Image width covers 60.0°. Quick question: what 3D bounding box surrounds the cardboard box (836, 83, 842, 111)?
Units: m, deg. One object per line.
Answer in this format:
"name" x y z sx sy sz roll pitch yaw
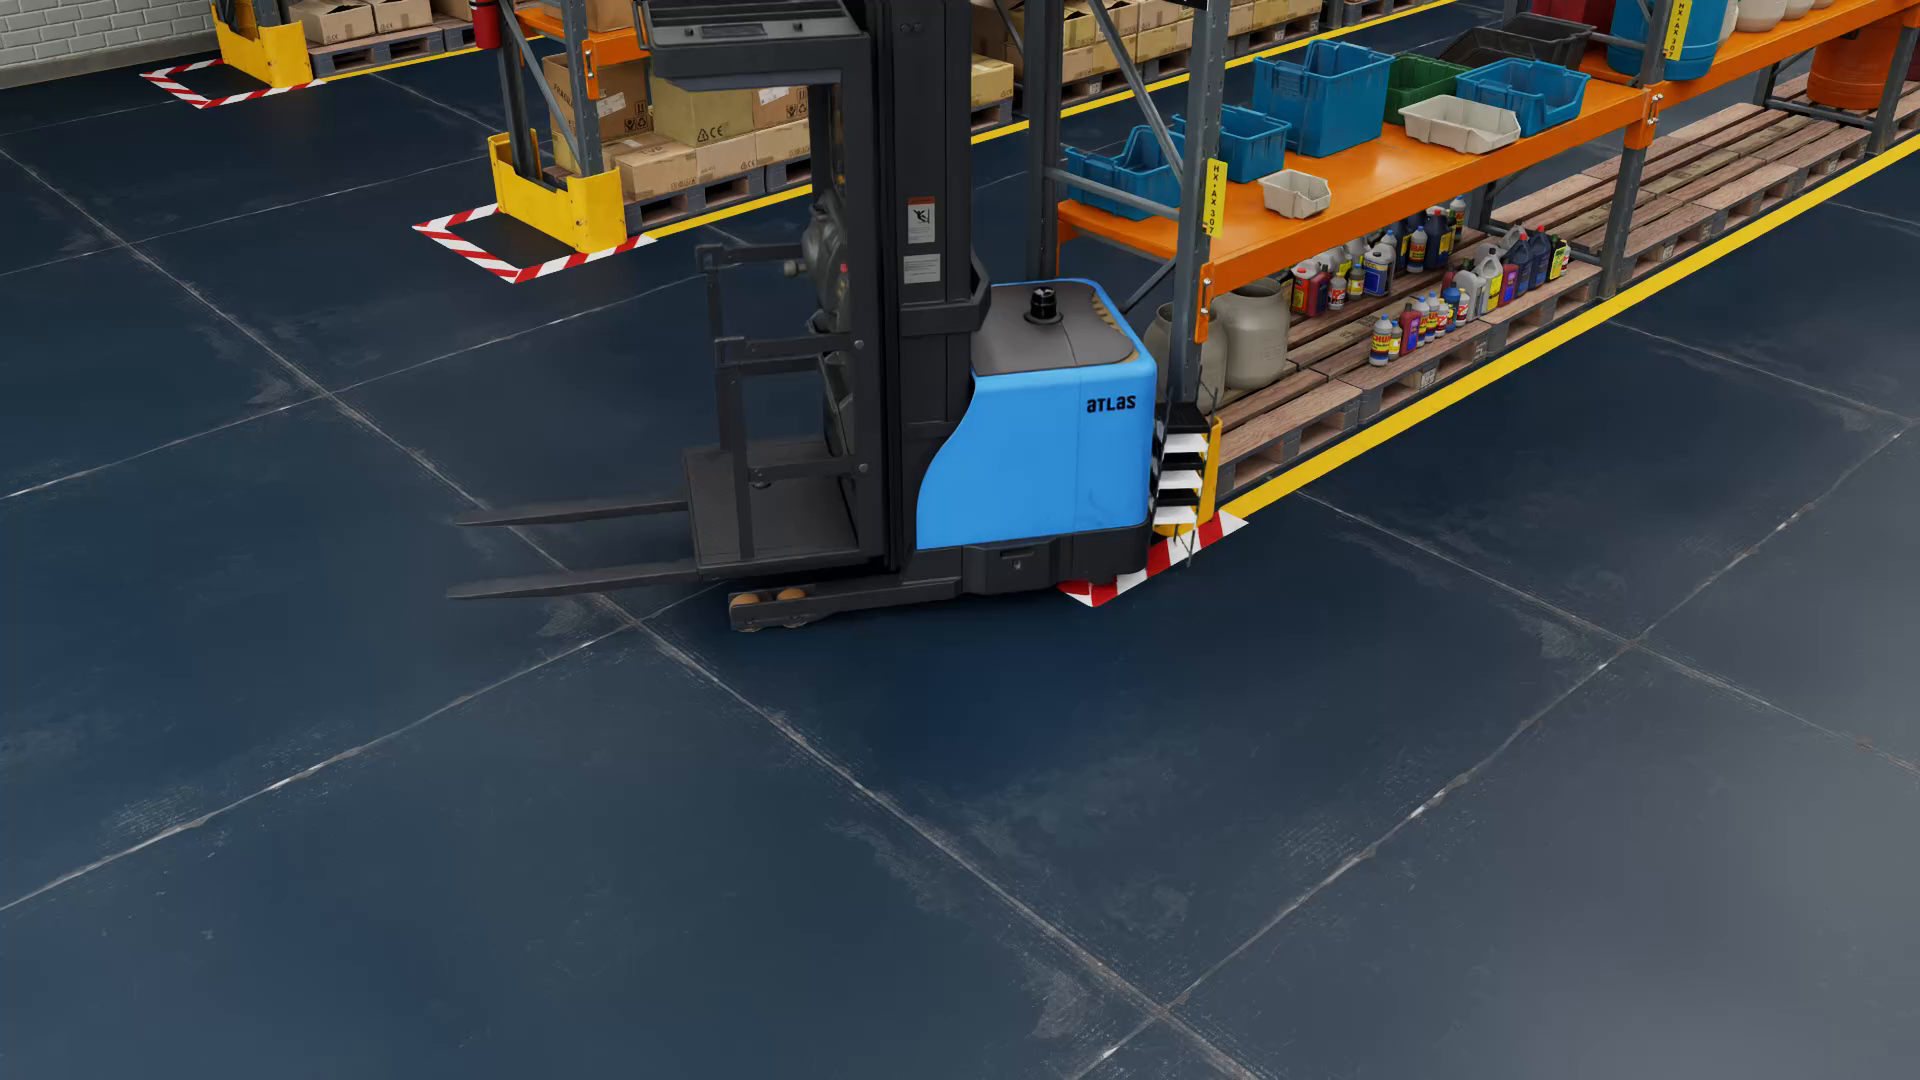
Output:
"cardboard box" -1.027 -3.378 11.913 0.500 0.500 0.500 -26 40 -35

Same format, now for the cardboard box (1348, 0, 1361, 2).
"cardboard box" 3.721 -5.427 15.723 0.500 0.500 0.500 -24 39 -34

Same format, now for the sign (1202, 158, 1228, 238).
"sign" 1.063 -1.425 6.940 0.005 0.325 0.100 -26 40 -35

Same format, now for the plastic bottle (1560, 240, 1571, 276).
"plastic bottle" 3.571 -1.684 9.890 0.097 0.201 0.097 0 31 0

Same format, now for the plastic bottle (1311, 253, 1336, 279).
"plastic bottle" 2.046 -1.492 9.504 0.135 0.276 0.152 -27 41 -37

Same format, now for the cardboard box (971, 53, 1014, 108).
"cardboard box" 0.069 -3.592 12.983 0.500 0.250 0.500 -26 40 -35

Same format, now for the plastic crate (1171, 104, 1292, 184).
"plastic crate" 1.336 -1.976 8.249 0.408 0.251 0.499 -26 40 -35

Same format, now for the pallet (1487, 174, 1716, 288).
"pallet" 4.175 -2.042 10.887 1.213 0.211 1.003 -26 40 -35

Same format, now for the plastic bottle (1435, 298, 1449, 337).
"plastic bottle" 2.631 -1.229 9.146 0.097 0.201 0.097 0 31 0

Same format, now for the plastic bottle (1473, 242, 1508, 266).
"plastic bottle" 3.089 -1.605 9.688 0.135 0.276 0.152 -26 40 -35

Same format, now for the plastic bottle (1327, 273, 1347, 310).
"plastic bottle" 2.145 -1.419 9.457 0.097 0.201 0.097 0 31 0

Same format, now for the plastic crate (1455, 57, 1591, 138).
"plastic crate" 2.999 -2.378 8.907 0.616 0.251 0.499 -26 40 -35

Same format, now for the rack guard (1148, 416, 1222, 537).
"rack guard" 0.716 -0.498 8.085 0.348 0.500 1.175 -26 40 -35

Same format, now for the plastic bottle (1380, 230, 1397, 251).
"plastic bottle" 2.531 -1.701 9.850 0.097 0.271 0.097 0 31 0

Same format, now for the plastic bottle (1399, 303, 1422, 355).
"plastic bottle" 2.412 -1.145 8.930 0.133 0.283 0.061 -25 39 -35

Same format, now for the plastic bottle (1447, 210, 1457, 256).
"plastic bottle" 2.948 -1.856 10.092 0.133 0.283 0.061 -26 40 -35

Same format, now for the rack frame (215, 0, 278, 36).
"rack frame" -6.044 -5.309 13.557 0.127 3.000 1.000 -26 40 -35

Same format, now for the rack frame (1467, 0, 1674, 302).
"rack frame" 3.625 -2.938 9.680 0.127 3.000 1.000 -26 40 -35

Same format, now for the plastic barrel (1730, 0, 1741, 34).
"plastic barrel" 4.700 -3.290 10.388 0.301 0.262 0.301 0 31 0

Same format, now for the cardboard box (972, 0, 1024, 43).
"cardboard box" 0.362 -4.333 13.656 0.500 0.311 0.500 -26 40 -35

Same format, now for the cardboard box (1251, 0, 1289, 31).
"cardboard box" 2.598 -4.795 14.950 0.500 0.250 0.500 -26 40 -36

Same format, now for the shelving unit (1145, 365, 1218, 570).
"shelving unit" 0.947 -0.317 7.393 0.210 0.900 0.258 -2 31 -11

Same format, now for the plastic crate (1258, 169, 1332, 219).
"plastic crate" 1.567 -1.601 7.746 0.250 0.136 0.298 -26 40 -35

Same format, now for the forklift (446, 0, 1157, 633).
"forklift" -0.732 -1.155 6.829 3.031 2.935 1.130 -6 32 -10

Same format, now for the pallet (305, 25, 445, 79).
"pallet" -5.368 -4.421 14.778 1.213 0.211 1.003 -26 40 -35

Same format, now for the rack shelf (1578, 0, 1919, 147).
"rack shelf" 5.092 -3.341 11.027 4.000 0.370 1.077 -26 40 -35

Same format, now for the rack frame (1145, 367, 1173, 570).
"rack frame" 0.847 -0.313 7.374 0.006 0.900 0.240 -2 31 -11

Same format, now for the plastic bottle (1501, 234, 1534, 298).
"plastic bottle" 3.208 -1.589 9.591 0.144 0.351 0.185 27 40 37

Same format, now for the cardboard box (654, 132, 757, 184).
"cardboard box" -1.764 -2.705 11.532 0.500 0.250 0.500 -26 40 -35

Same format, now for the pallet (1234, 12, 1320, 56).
"pallet" 2.563 -4.786 15.375 1.213 0.211 1.003 -26 40 -35

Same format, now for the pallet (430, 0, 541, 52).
"pallet" -4.474 -4.852 15.482 1.213 0.211 1.003 -26 40 -35

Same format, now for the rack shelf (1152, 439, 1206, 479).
"rack shelf" 0.951 -0.366 7.365 0.200 0.077 0.258 -2 31 -11

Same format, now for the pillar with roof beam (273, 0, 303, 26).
"pillar with roof beam" -3.191 -6.801 10.246 0.400 9.000 9.100 -26 40 -35

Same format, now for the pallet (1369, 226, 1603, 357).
"pallet" 3.105 -1.526 10.044 1.213 0.211 1.003 -26 40 -35

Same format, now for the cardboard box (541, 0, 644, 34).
"cardboard box" -2.322 -3.619 10.697 0.500 0.500 0.700 -26 40 -35

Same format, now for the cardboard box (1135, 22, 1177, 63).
"cardboard box" 1.478 -4.254 14.065 0.500 0.250 0.500 -27 41 -37

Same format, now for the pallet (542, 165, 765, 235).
"pallet" -2.141 -2.513 11.658 1.213 0.211 1.003 -26 40 -35

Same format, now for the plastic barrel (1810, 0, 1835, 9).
"plastic barrel" 5.641 -3.809 10.996 0.421 0.512 0.421 0 31 0

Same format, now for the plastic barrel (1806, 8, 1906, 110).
"plastic barrel" 6.906 -3.790 12.751 0.708 0.830 0.600 -26 40 -35

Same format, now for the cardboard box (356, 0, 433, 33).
"cardboard box" -5.057 -4.763 14.820 0.500 0.311 0.500 -22 38 -32

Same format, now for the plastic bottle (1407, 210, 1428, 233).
"plastic bottle" 2.751 -1.868 10.047 0.185 0.351 0.144 -25 39 -34

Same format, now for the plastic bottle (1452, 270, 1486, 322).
"plastic bottle" 2.850 -1.386 9.331 0.135 0.276 0.152 -25 39 -35

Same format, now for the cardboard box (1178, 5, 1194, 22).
"cardboard box" 1.859 -4.677 14.219 0.500 0.311 0.500 -25 39 -34

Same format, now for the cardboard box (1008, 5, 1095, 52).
"cardboard box" 0.733 -4.131 13.326 0.500 0.311 0.500 -26 40 -35

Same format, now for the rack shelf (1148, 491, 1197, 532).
"rack shelf" 0.933 -0.134 7.502 0.200 0.077 0.258 -2 31 -11

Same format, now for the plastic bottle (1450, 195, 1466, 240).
"plastic bottle" 3.094 -2.017 10.366 0.097 0.271 0.097 0 31 0
